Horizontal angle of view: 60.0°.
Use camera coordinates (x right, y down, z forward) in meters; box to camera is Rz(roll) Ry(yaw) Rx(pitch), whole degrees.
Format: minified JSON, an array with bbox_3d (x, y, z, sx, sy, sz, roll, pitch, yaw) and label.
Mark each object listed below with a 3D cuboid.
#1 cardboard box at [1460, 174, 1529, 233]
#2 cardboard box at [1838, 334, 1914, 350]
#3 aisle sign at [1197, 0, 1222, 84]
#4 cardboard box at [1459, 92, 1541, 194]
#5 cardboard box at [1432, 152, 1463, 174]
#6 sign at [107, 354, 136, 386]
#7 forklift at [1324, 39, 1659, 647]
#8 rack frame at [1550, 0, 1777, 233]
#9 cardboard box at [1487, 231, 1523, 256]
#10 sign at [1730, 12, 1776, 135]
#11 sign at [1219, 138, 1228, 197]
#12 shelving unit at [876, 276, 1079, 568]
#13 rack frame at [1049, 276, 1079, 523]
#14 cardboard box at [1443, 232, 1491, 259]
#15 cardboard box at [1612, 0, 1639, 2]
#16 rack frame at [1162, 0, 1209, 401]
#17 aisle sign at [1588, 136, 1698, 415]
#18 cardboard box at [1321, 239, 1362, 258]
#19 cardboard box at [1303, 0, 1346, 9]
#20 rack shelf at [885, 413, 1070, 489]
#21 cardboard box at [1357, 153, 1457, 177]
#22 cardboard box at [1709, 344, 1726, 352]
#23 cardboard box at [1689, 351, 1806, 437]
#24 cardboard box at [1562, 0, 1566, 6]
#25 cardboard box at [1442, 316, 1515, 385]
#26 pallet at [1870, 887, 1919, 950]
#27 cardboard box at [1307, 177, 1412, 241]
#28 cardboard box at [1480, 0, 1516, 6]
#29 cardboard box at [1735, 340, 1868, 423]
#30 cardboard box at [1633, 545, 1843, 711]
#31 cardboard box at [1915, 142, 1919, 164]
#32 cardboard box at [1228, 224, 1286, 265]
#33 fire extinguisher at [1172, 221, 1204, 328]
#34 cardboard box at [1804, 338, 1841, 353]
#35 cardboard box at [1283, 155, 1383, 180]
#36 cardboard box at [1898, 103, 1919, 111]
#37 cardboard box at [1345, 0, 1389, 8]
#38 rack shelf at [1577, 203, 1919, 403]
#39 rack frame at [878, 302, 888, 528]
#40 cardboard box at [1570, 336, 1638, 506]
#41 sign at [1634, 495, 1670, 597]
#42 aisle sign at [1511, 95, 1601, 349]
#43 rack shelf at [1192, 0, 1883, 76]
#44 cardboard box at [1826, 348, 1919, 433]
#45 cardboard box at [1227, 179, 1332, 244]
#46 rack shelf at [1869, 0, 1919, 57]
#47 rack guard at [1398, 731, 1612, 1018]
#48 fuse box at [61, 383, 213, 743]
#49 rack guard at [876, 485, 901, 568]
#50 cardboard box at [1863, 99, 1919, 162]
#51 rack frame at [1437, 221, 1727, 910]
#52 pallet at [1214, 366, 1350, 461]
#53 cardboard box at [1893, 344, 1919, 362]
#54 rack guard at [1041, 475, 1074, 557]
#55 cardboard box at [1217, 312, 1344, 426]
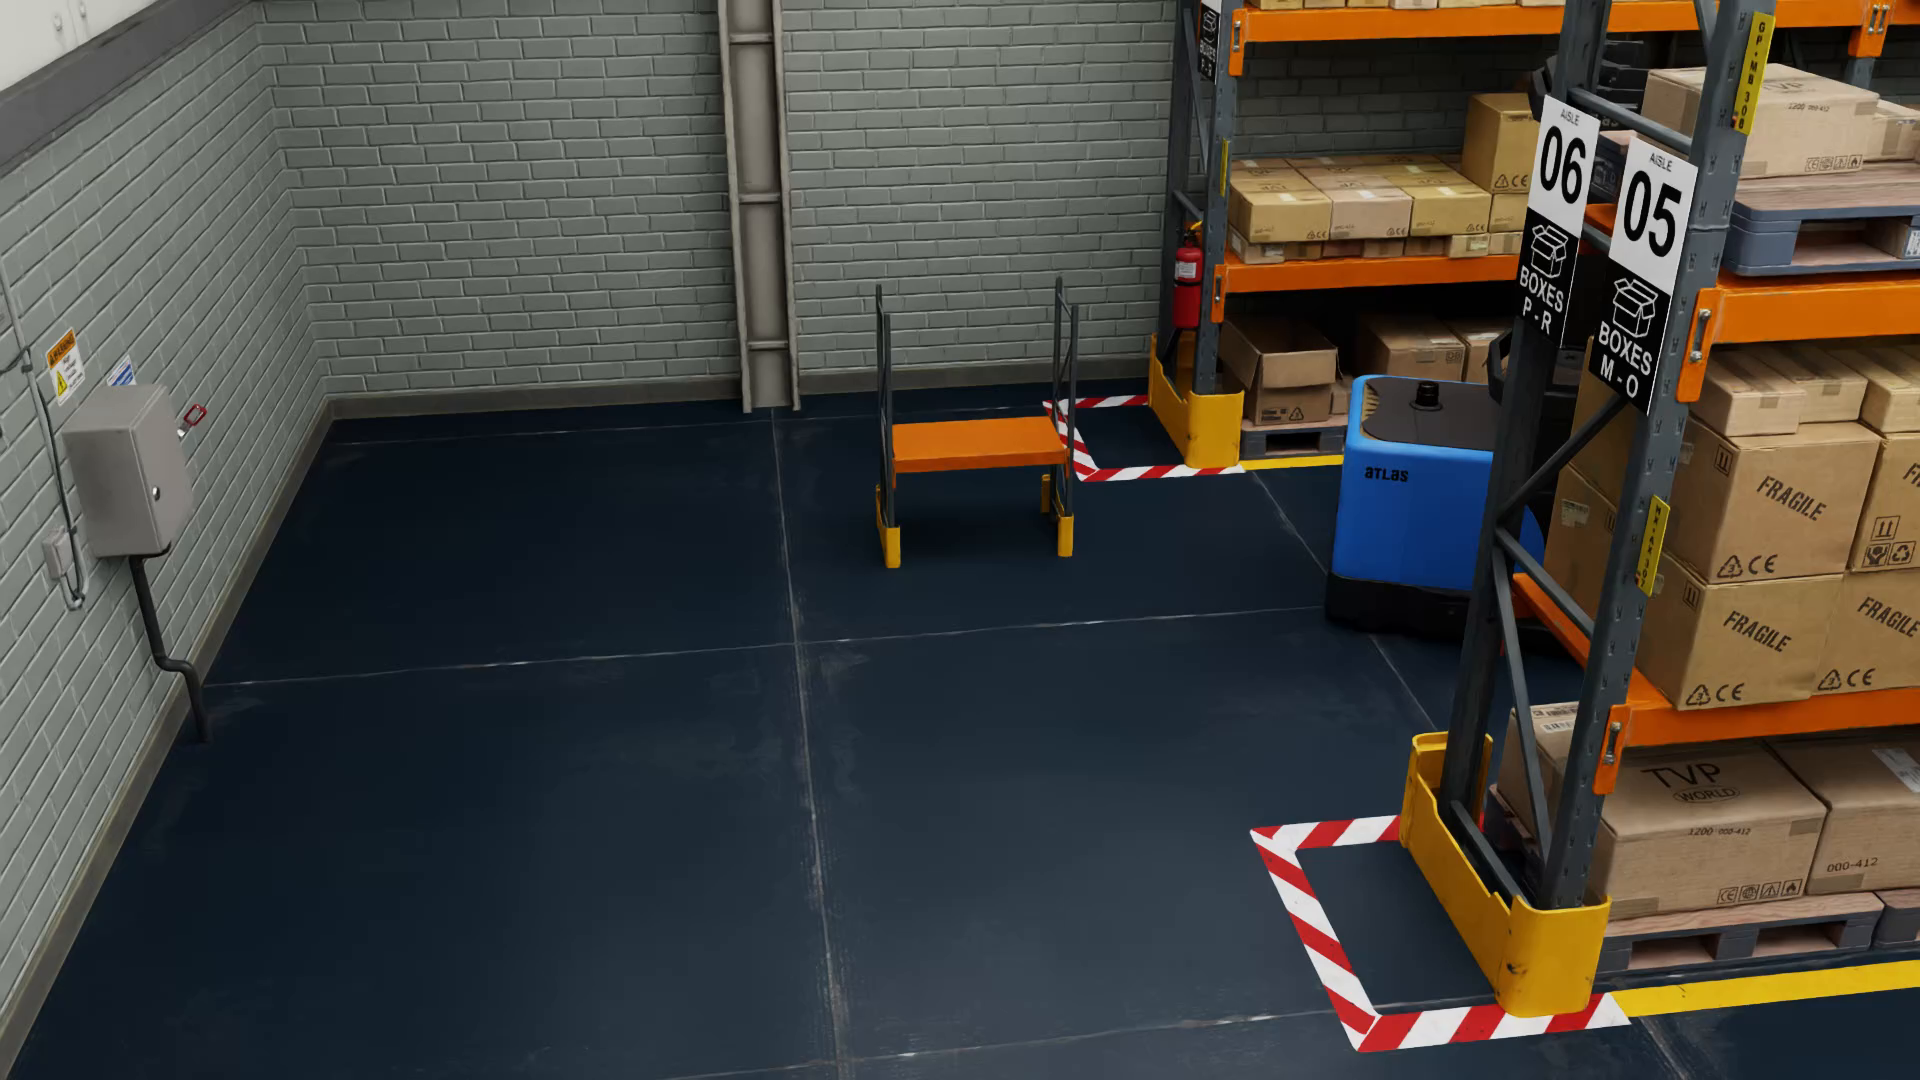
[{"bbox_3d":[3.467,-2.136,10.465,0.500,0.250,0.500,-4,27,-8],"label":"cardboard box"},{"bbox_3d":[3.246,-0.782,6.072,0.250,0.149,0.380,-3,27,-6],"label":"cardboard box"},{"bbox_3d":[1.449,-3.075,9.609,0.004,0.787,0.394,-4,27,-7],"label":"aisle sign"},{"bbox_3d":[3.448,-2.457,10.270,0.500,0.500,0.500,-3,27,-6],"label":"cardboard box"},{"bbox_3d":[3.414,-2.365,10.911,0.500,0.250,0.500,-4,27,-7],"label":"cardboard box"},{"bbox_3d":[-3.831,-0.569,7.677,0.001,0.494,0.329,-4,27,-7],"label":"sign"},{"bbox_3d":[3.521,-0.901,8.295,3.031,2.935,1.130,7,28,13],"label":"forklift"},{"bbox_3d":[2.171,-2.481,4.727,0.127,3.000,1.000,-4,27,-7],"label":"rack frame"},{"bbox_3d":[3.380,-1.926,10.492,0.250,0.149,0.380,-3,27,-6],"label":"cardboard box"},{"bbox_3d":[2.243,-1.319,4.705,0.005,0.325,0.100,-4,27,-7],"label":"sign"},{"bbox_3d":[1.552,-2.195,9.794,0.005,0.325,0.100,-4,27,-7],"label":"sign"},{"bbox_3d":[0.075,-0.672,9.417,1.083,1.500,0.587,-4,27,-7],"label":"shelving unit"},{"bbox_3d":[0.588,-0.705,9.481,0.032,1.500,0.500,-4,27,-7],"label":"rack frame"},{"bbox_3d":[3.122,-1.900,10.442,0.250,0.149,0.380,-4,27,-9],"label":"cardboard box"},{"bbox_3d":[3.851,-3.312,9.909,0.250,0.149,0.380,-3,27,-7],"label":"cardboard box"},{"bbox_3d":[1.476,-2.054,10.466,0.053,2.616,0.949,-4,27,-7],"label":"rack frame"},{"bbox_3d":[2.140,-0.832,5.239,0.004,0.787,0.394,-4,27,-7],"label":"aisle sign"},{"bbox_3d":[2.341,-1.910,10.461,0.250,0.149,0.380,-4,27,-8],"label":"cardboard box"},{"bbox_3d":[2.080,-3.222,9.732,0.250,0.149,0.380,-3,27,-6],"label":"cardboard box"},{"bbox_3d":[0.084,-0.513,9.500,1.000,0.185,0.538,-4,27,-7],"label":"rack shelf"},{"bbox_3d":[2.896,-2.332,10.847,0.500,0.250,0.500,-3,27,-5],"label":"cardboard box"},{"bbox_3d":[2.499,-0.703,5.918,0.250,0.149,0.380,-3,27,-6],"label":"cardboard box"},{"bbox_3d":[2.561,-0.487,5.498,0.250,0.149,0.380,-3,27,-6],"label":"cardboard box"},{"bbox_3d":[3.602,-3.265,9.816,0.250,0.149,0.380,-3,27,-6],"label":"cardboard box"},{"bbox_3d":[3.484,-1.151,10.986,0.500,0.500,0.500,-3,27,-6],"label":"cardboard box"},{"bbox_3d":[4.158,1.267,7.050,1.213,0.211,1.003,-4,27,-7],"label":"pallet"},{"bbox_3d":[2.462,-2.060,10.317,0.500,0.250,0.500,-3,27,-7],"label":"cardboard box"},{"bbox_3d":[3.092,-3.263,9.813,0.250,0.149,0.380,-4,27,-8],"label":"cardboard box"},{"bbox_3d":[2.811,-0.536,5.593,0.250,0.149,0.380,-3,27,-6],"label":"cardboard box"},{"bbox_3d":[2.687,0.243,5.880,0.500,0.500,0.500,-4,27,-8],"label":"cardboard box"},{"bbox_3d":[3.281,-1.231,5.283,0.250,0.149,0.380,-3,27,-5],"label":"cardboard box"},{"bbox_3d":[1.840,-1.840,10.326,0.250,0.149,0.380,-4,27,-8],"label":"cardboard box"},{"bbox_3d":[1.395,-1.636,10.147,0.183,0.674,0.296,-4,27,-7],"label":"fire extinguisher"},{"bbox_3d":[2.991,-0.784,6.077,0.250,0.149,0.380,-4,27,-8],"label":"cardboard box"},{"bbox_3d":[2.405,-2.302,10.789,0.500,0.250,0.500,-4,27,-7],"label":"cardboard box"},{"bbox_3d":[6.460,-2.503,10.774,0.500,0.500,0.700,-3,27,-7],"label":"cardboard box"},{"bbox_3d":[2.336,-3.230,9.749,0.250,0.149,0.380,-4,27,-7],"label":"cardboard box"},{"bbox_3d":[4.152,-0.953,5.824,4.000,0.370,1.077,-4,27,-7],"label":"rack shelf"},{"bbox_3d":[-0.419,-0.641,9.357,0.013,1.308,0.475,-4,27,-7],"label":"rack frame"},{"bbox_3d":[2.615,-0.439,6.115,0.500,0.500,0.500,-3,27,-5],"label":"cardboard box"},{"bbox_3d":[2.243,0.019,5.391,0.005,0.325,0.100,-4,27,-7],"label":"sign"},{"bbox_3d":[2.057,-1.104,5.767,0.004,0.787,0.394,-4,27,-7],"label":"aisle sign"},{"bbox_3d":[3.457,-3.197,10.197,4.000,0.370,1.077,-4,27,-7],"label":"rack shelf"},{"bbox_3d":[3.084,-0.500,5.524,0.250,0.149,0.380,-3,27,-6],"label":"cardboard box"},{"bbox_3d":[1.963,-2.028,10.255,0.500,0.250,0.500,-4,27,-7],"label":"cardboard box"},{"bbox_3d":[7.418,-3.451,10.693,4.000,0.370,1.077,-4,27,-7],"label":"rack shelf"},{"bbox_3d":[2.147,1.302,6.664,0.348,0.500,1.175,-4,27,-7],"label":"rack guard"},{"bbox_3d":[-3.557,0.172,7.540,0.414,1.711,0.539,-4,27,-7],"label":"fuse box"},{"bbox_3d":[-0.418,-0.084,9.641,0.087,0.250,0.587,-4,27,-7],"label":"rack guard"},{"bbox_3d":[3.008,-1.398,5.608,0.250,0.149,0.380,-6,28,-11],"label":"cardboard box"},{"bbox_3d":[2.171,0.189,6.097,0.127,3.000,1.000,-4,27,-7],"label":"rack frame"},{"bbox_3d":[2.341,-0.870,11.215,1.213,0.211,1.003,-4,27,-7],"label":"pallet"},{"bbox_3d":[3.342,-0.525,5.573,0.250,0.149,0.380,-5,28,-9],"label":"cardboard box"},{"bbox_3d":[0.569,-0.148,9.764,0.087,0.250,0.587,-4,27,-7],"label":"rack guard"},{"bbox_3d":[2.095,-1.127,10.936,0.637,0.503,0.797,-5,28,-9],"label":"cardboard box"}]
